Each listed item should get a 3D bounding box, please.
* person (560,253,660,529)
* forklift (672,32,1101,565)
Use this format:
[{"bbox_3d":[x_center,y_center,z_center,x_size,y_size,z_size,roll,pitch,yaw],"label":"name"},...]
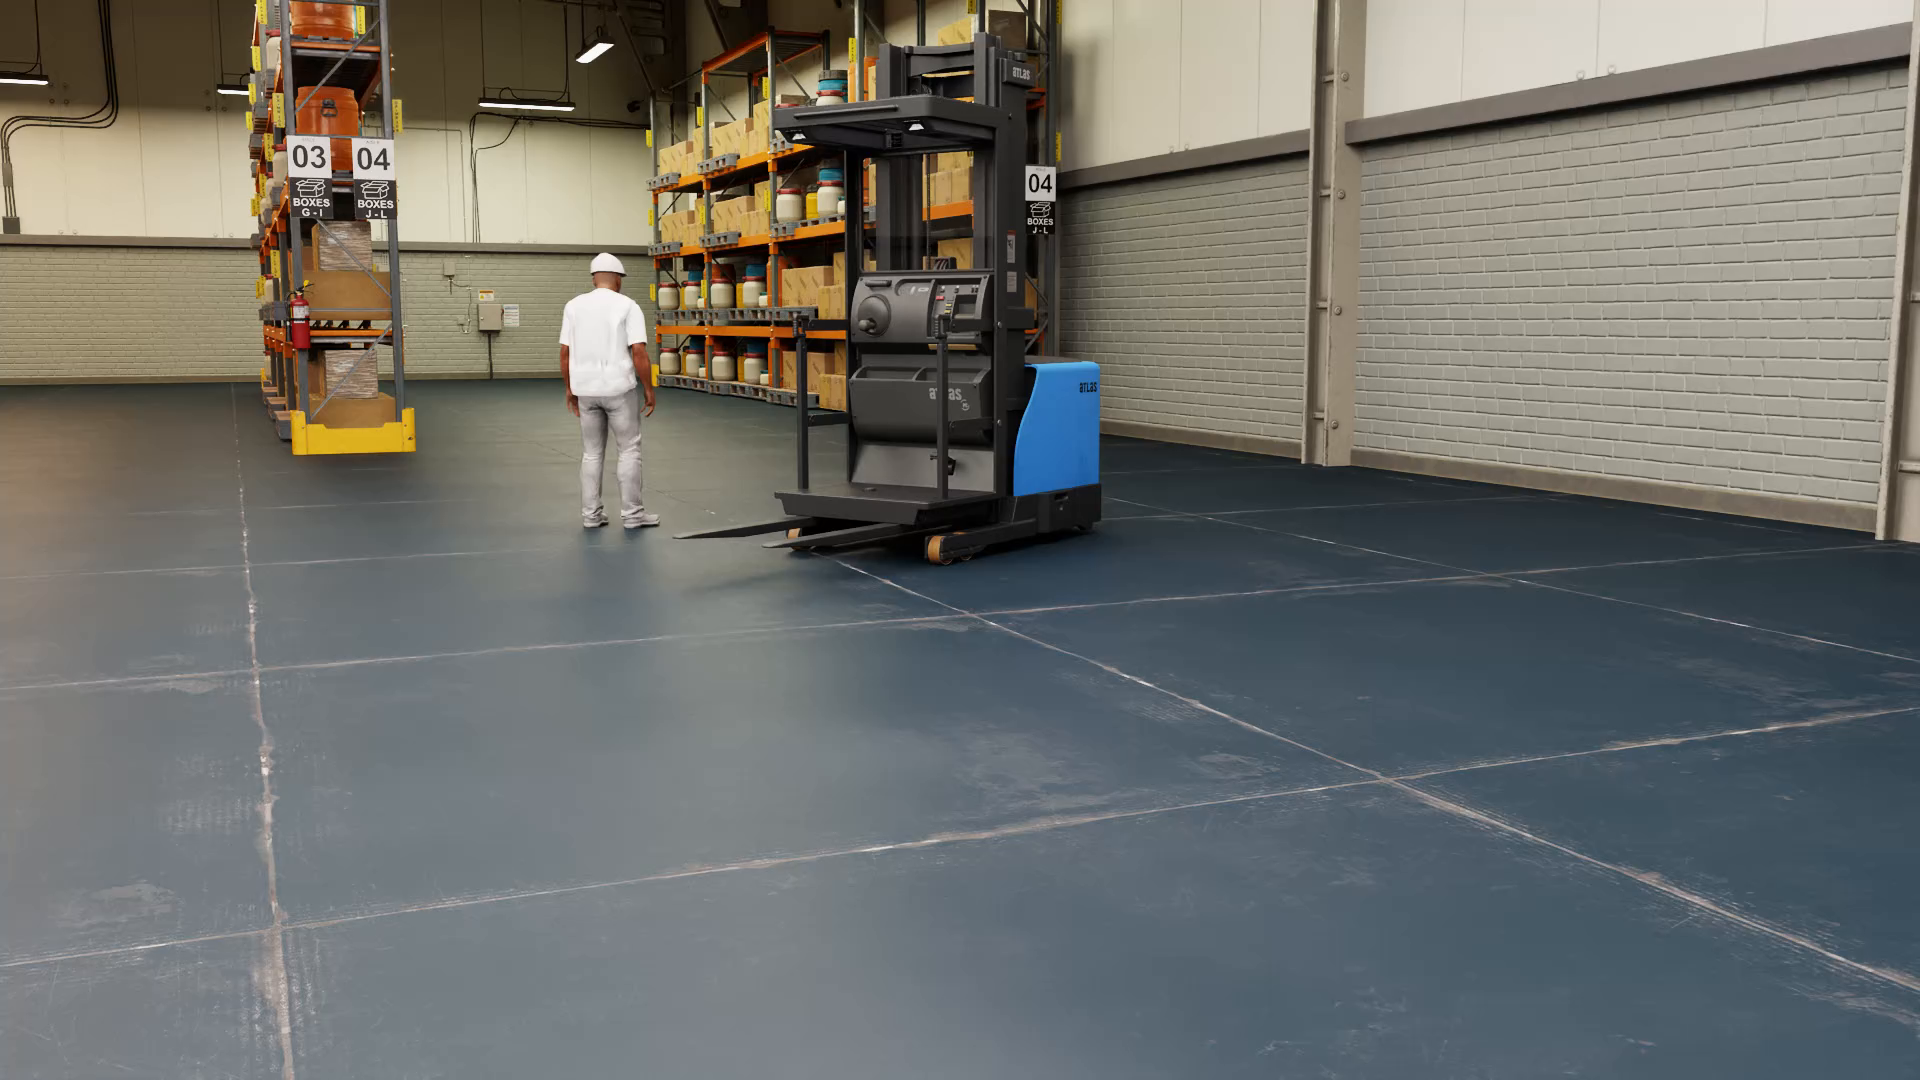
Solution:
[{"bbox_3d":[-2.267,-0.963,10.738,0.626,1.761,0.458,2,8,16],"label":"person"},{"bbox_3d":[-0.353,-1.386,9.451,1.130,2.935,3.031,5,9,34],"label":"forklift"}]
